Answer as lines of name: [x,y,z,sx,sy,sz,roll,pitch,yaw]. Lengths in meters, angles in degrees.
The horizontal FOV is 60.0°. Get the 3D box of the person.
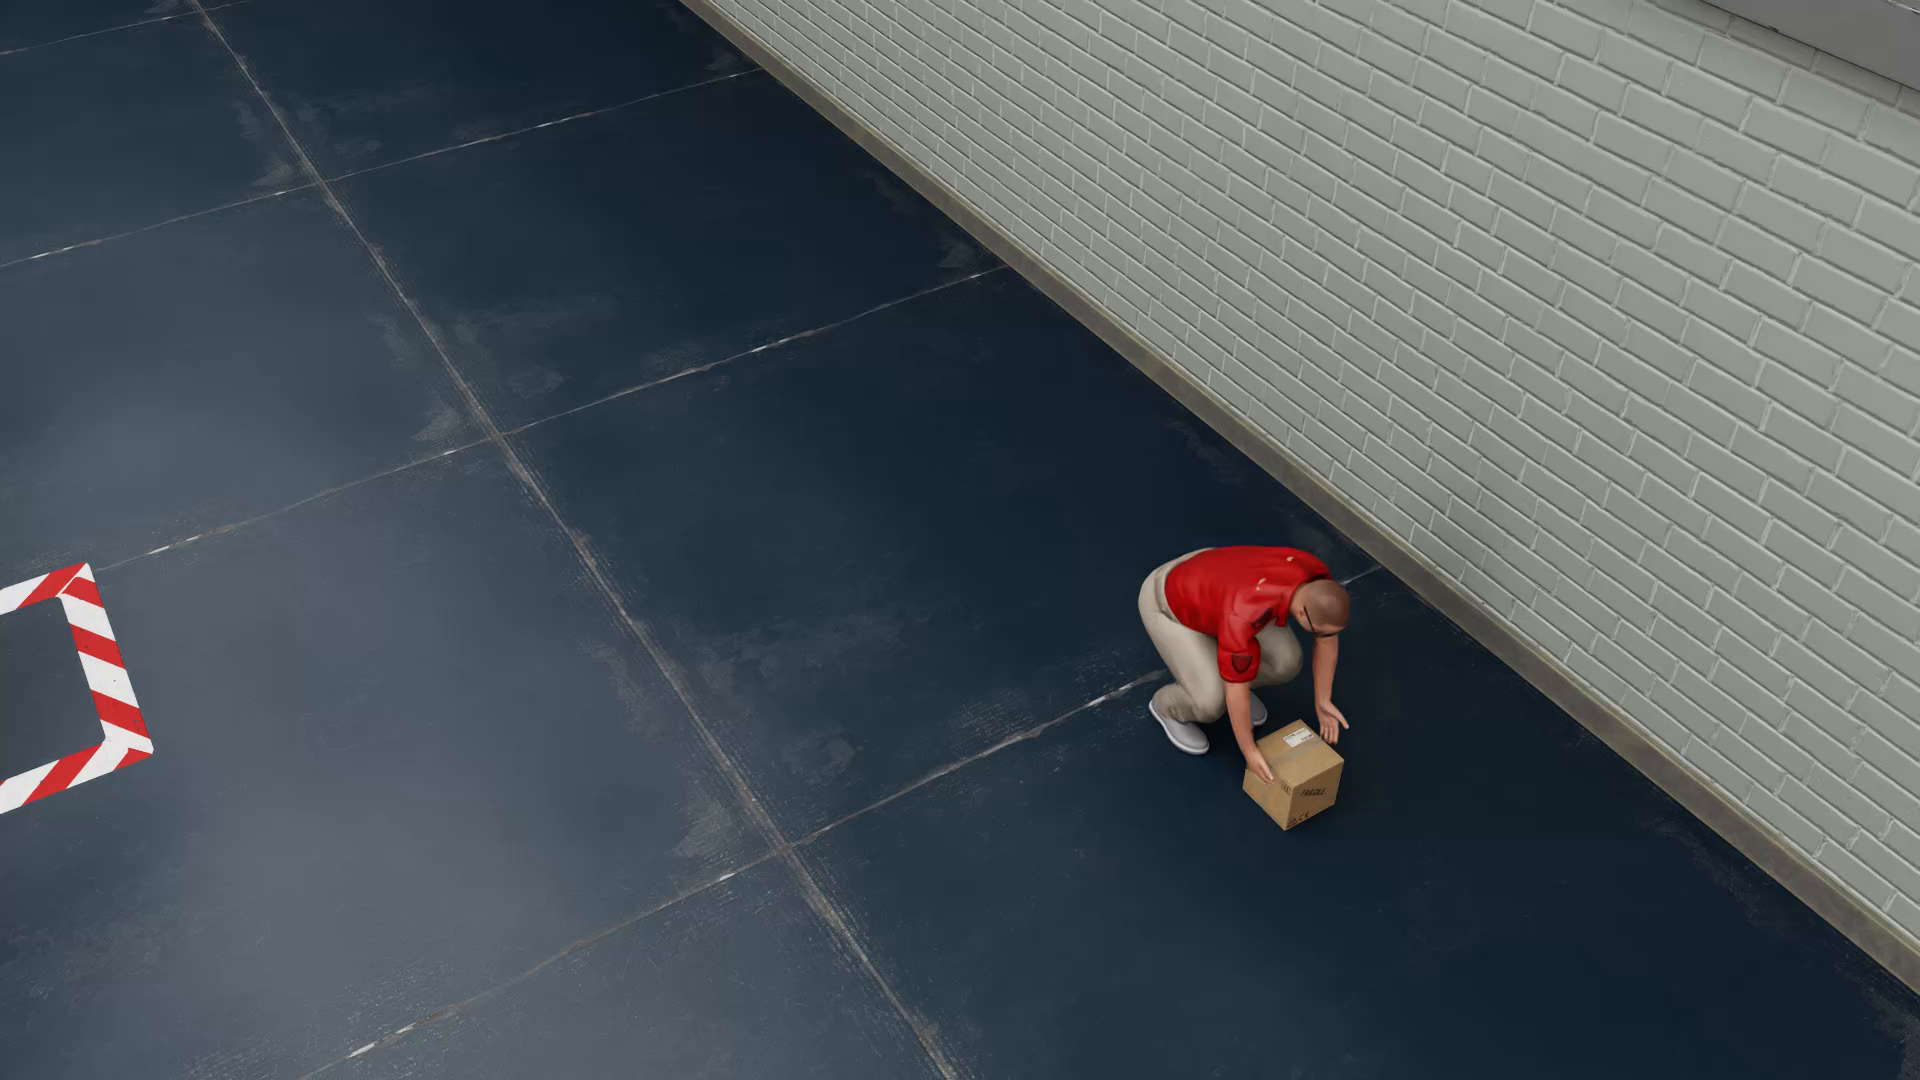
person: [1.079,0.378,6.284,0.569,1.012,0.867,-23,45,-24]
